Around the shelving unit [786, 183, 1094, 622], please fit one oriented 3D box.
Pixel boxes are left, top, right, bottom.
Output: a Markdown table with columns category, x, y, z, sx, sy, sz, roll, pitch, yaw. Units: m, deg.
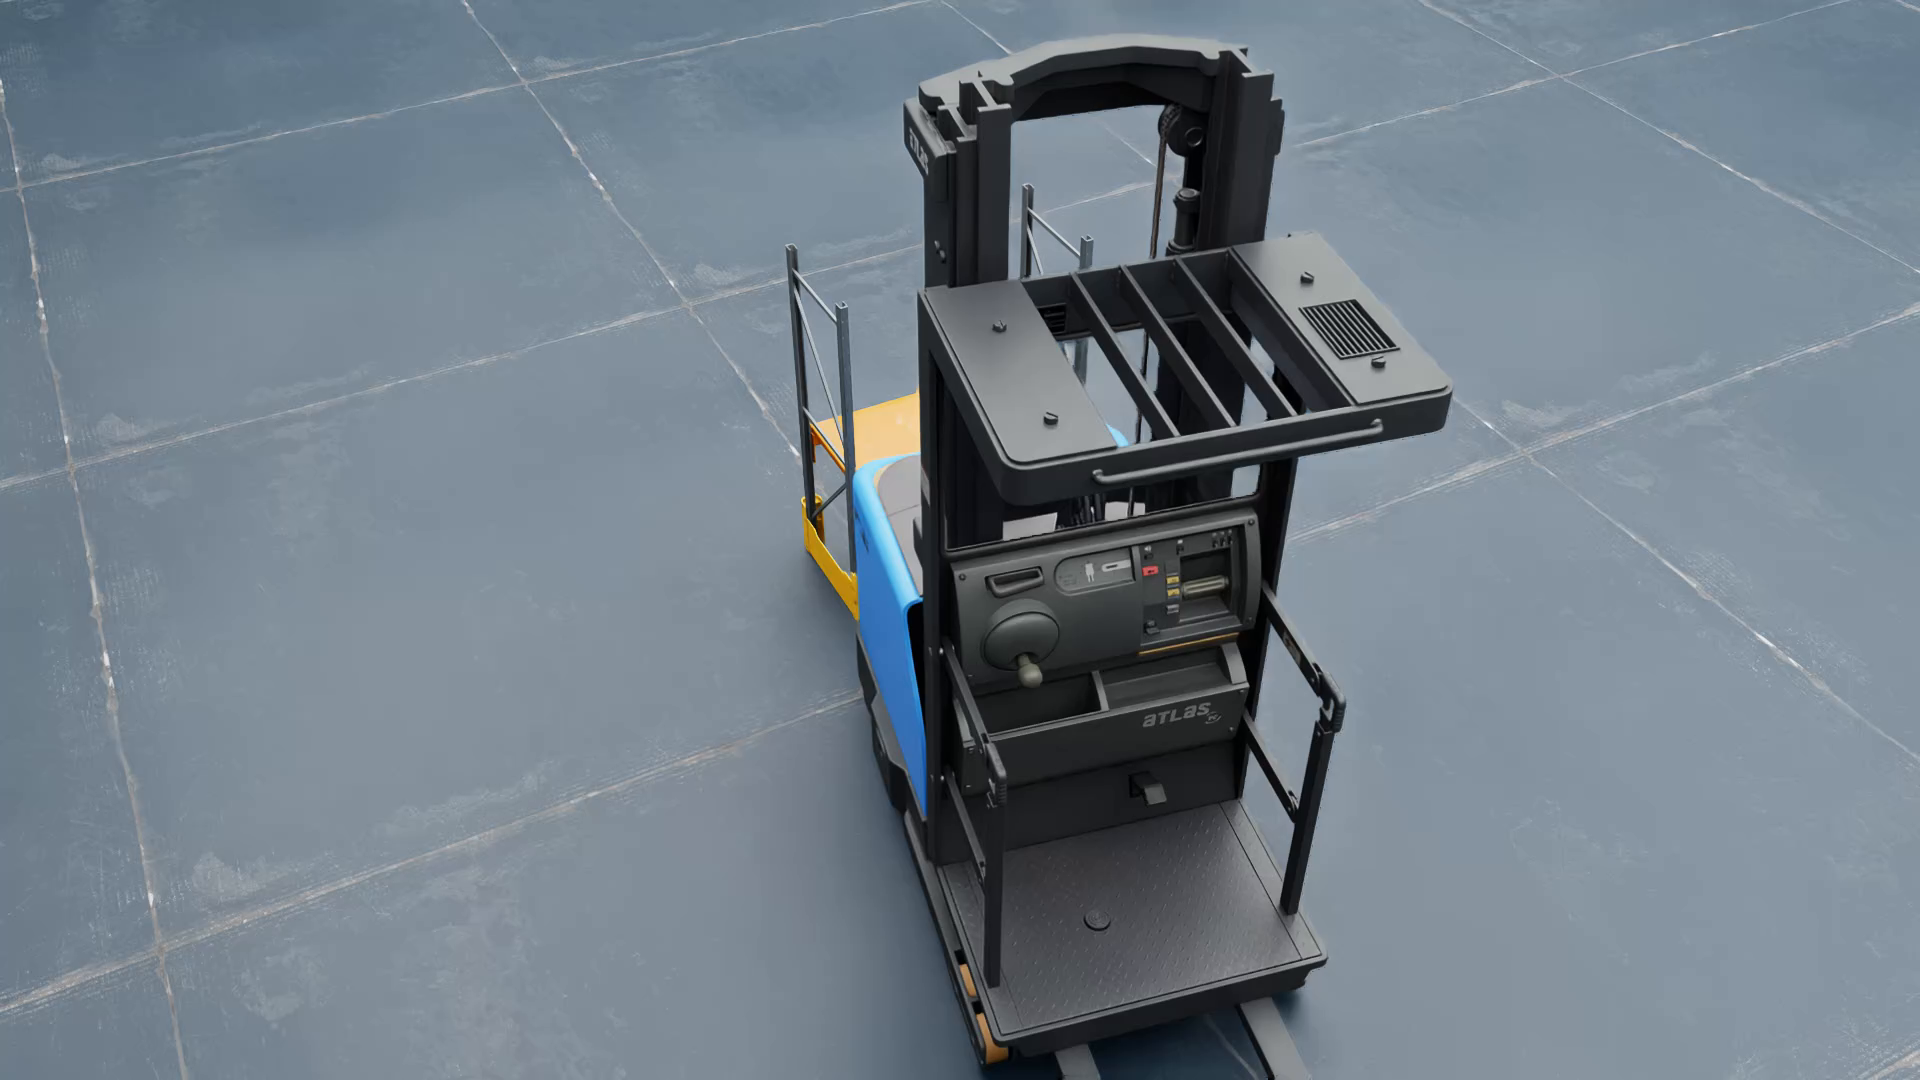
| category | x | y | z | sx | sy | sz | roll | pitch | yaw |
| --- | --- | --- | --- | --- | --- | --- | --- | --- | --- |
| shelving unit | -0.068 | -0.550 | 6.739 | 1.083 | 1.500 | 0.587 | -19 | 44 | -21 |

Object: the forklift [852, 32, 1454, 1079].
| category | x | y | z | sx | sy | sz | roll | pitch | yaw |
| --- | --- | --- | --- | --- | --- | --- | --- | --- | --- |
| forklift | 0.498 | 0.253 | 4.682 | 1.130 | 2.935 | 3.031 | -11 | 41 | -12 |

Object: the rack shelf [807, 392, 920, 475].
| category | x | y | z | sx | sy | sz | roll | pitch | yaw |
| --- | --- | --- | --- | --- | --- | --- | --- | --- | --- |
| rack shelf | -0.076 | -0.410 | 6.852 | 1.000 | 0.185 | 0.538 | -19 | 44 | -21 |

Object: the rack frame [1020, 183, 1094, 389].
| category | x | y | z | sx | sy | sz | roll | pitch | yaw |
| --- | --- | --- | --- | --- | --- | --- | --- | --- | --- |
| rack frame | 0.375 | -0.699 | 6.915 | 0.032 | 1.500 | 0.500 | -19 | 44 | -21 |

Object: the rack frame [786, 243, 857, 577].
| category | x | y | z | sx | sy | sz | roll | pitch | yaw |
| --- | --- | --- | --- | --- | --- | --- | --- | --- | --- |
| rack frame | -0.527 | -0.395 | 6.556 | 0.032 | 1.500 | 0.500 | -19 | 44 | -21 |

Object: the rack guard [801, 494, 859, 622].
| category | x | y | z | sx | sy | sz | roll | pitch | yaw |
| --- | --- | --- | --- | --- | --- | --- | --- | --- | --- |
| rack guard | -0.509 | 0.076 | 6.967 | 0.087 | 0.250 | 0.587 | -19 | 44 | -21 |
